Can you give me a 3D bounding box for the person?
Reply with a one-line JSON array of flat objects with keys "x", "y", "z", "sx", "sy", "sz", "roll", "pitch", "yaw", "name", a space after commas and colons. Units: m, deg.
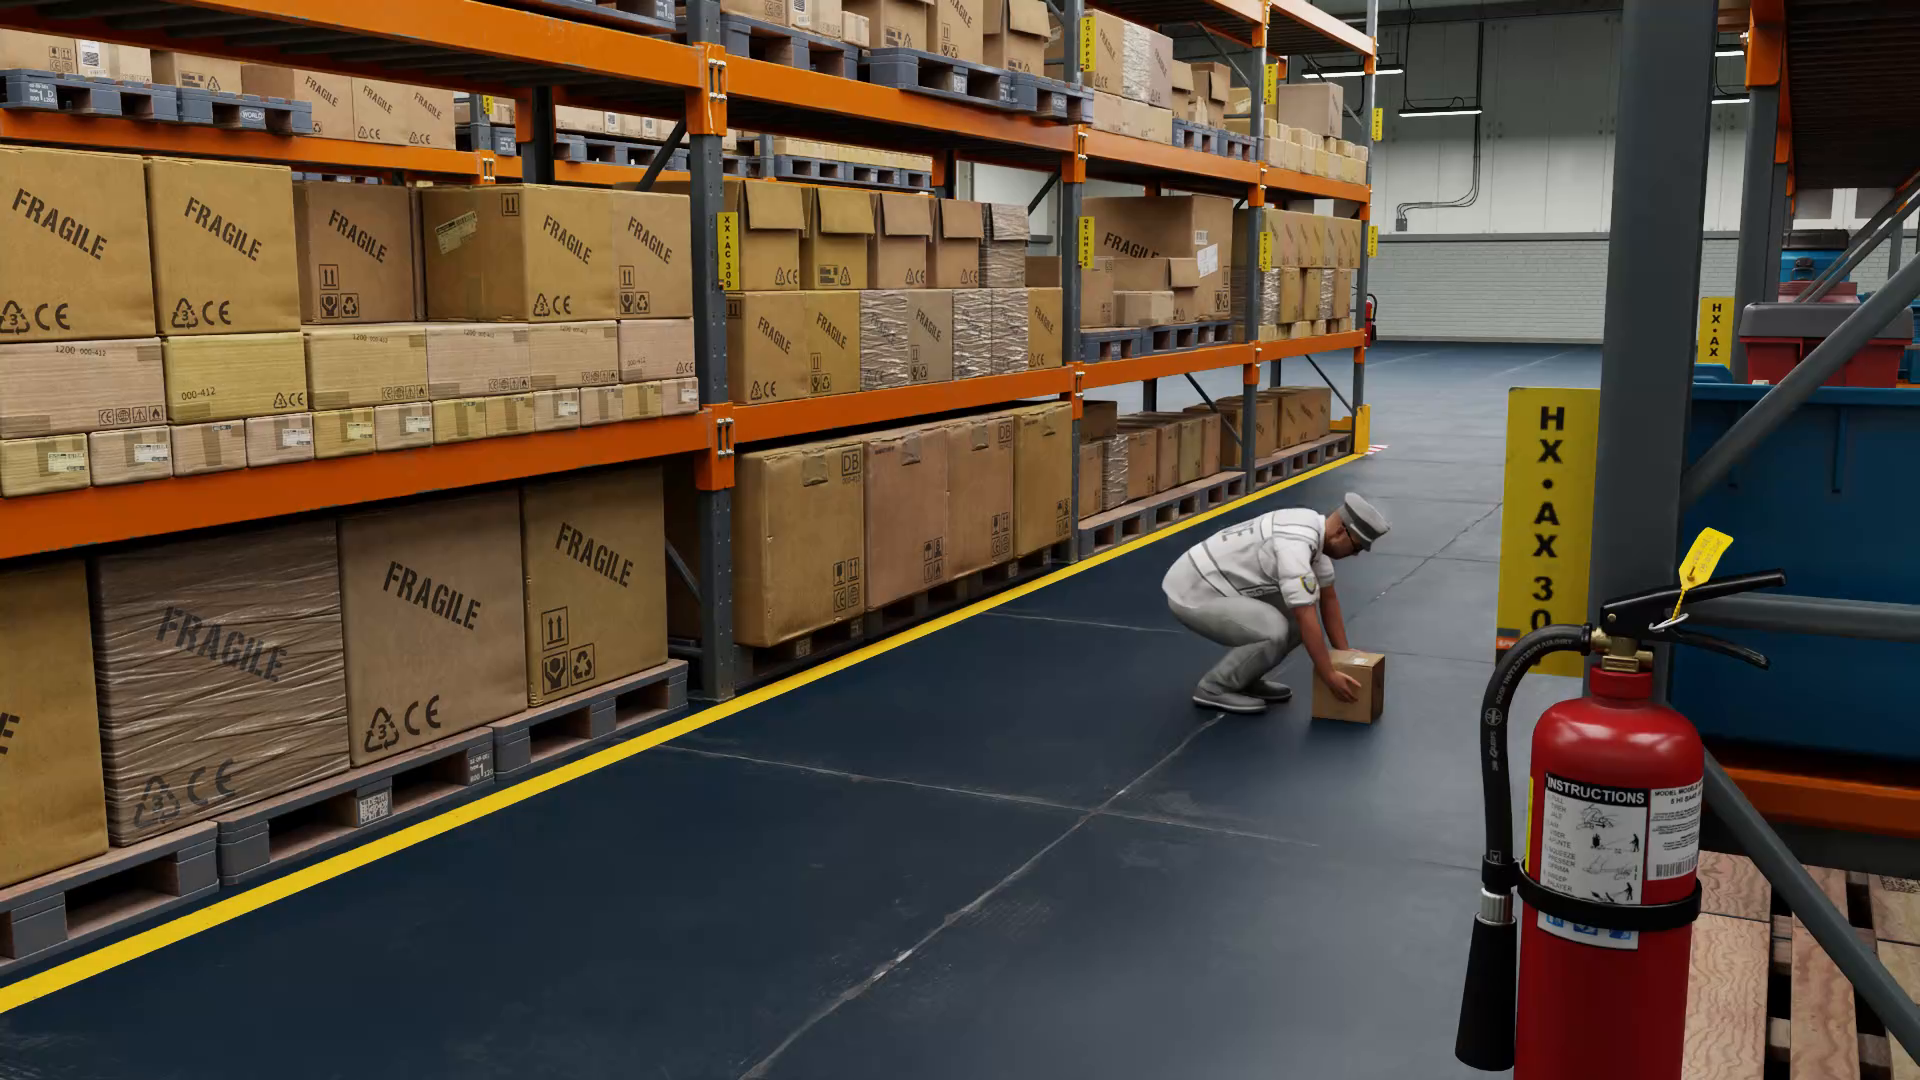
[{"x": 1.378, "y": 0.258, "z": 7.277, "sx": 0.951, "sy": 0.958, "sz": 0.565, "roll": 4, "pitch": 10, "yaw": 26, "name": "person"}]
